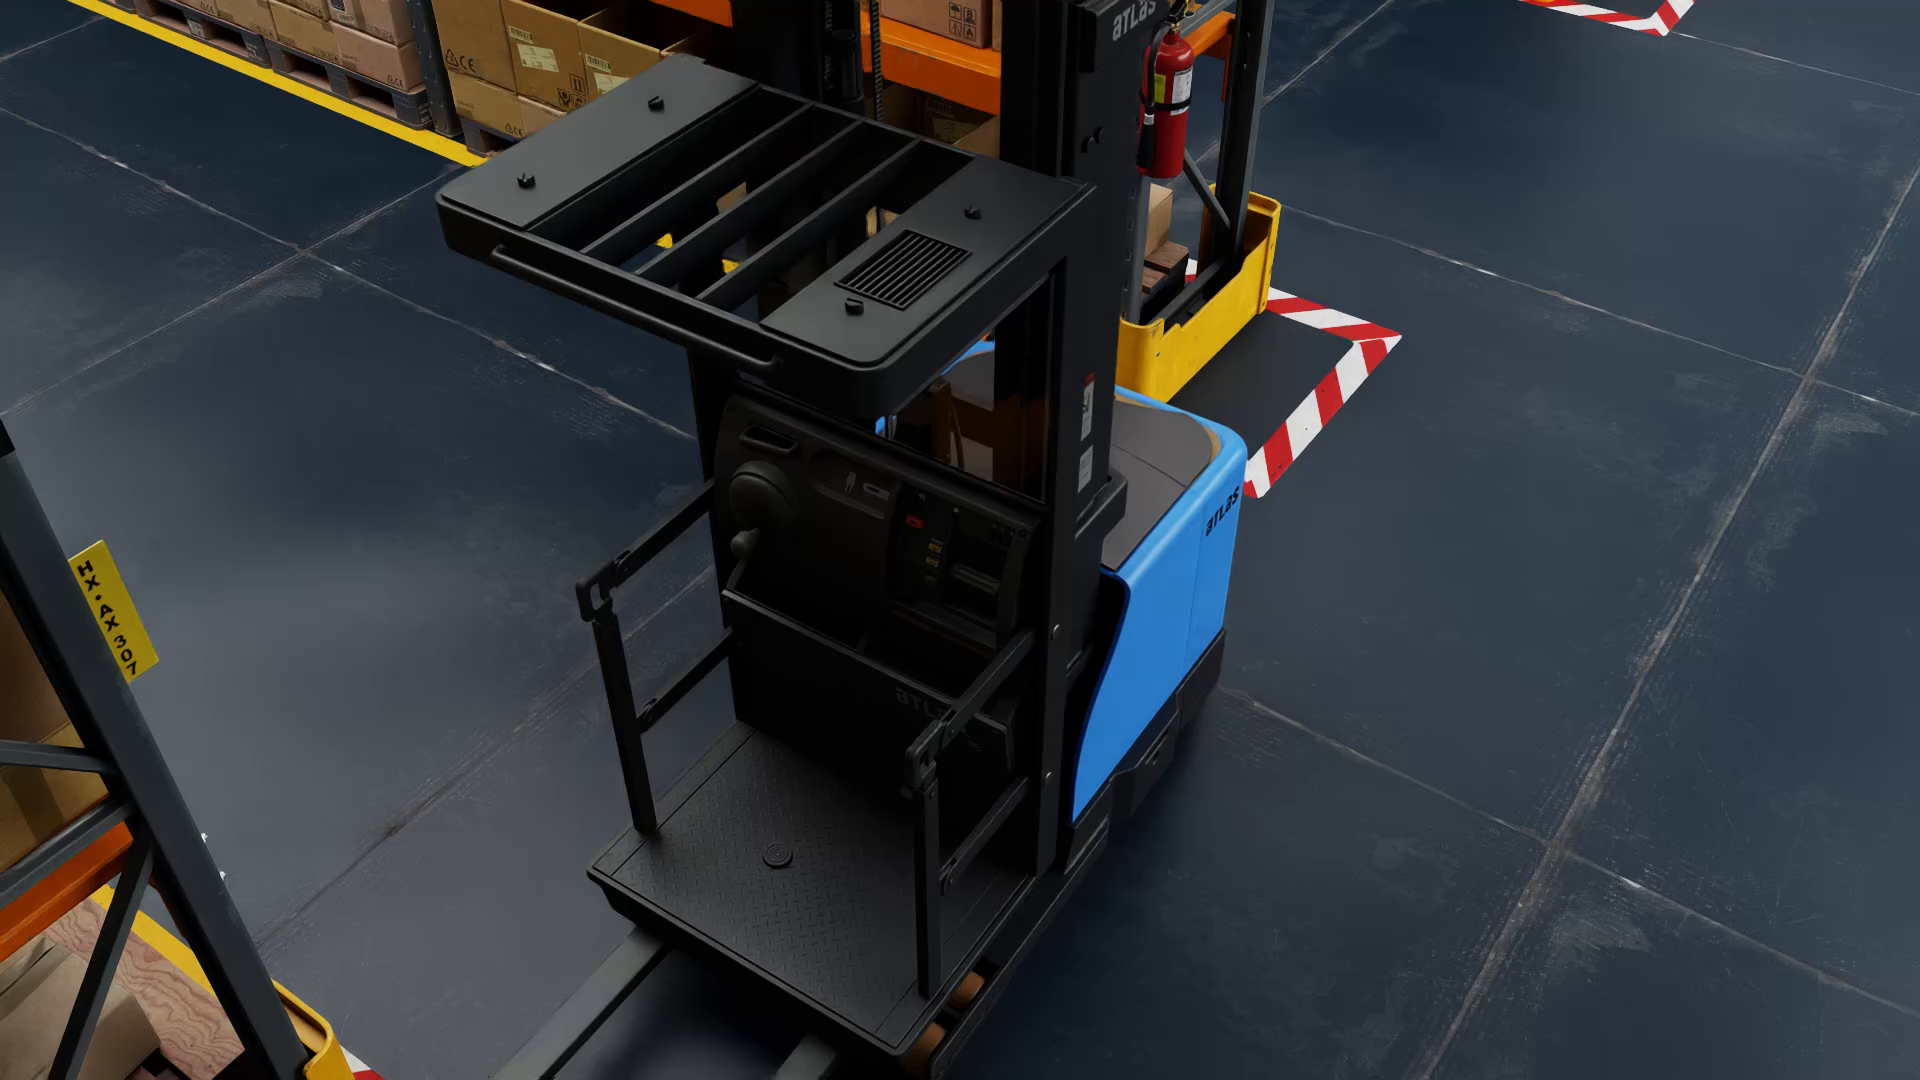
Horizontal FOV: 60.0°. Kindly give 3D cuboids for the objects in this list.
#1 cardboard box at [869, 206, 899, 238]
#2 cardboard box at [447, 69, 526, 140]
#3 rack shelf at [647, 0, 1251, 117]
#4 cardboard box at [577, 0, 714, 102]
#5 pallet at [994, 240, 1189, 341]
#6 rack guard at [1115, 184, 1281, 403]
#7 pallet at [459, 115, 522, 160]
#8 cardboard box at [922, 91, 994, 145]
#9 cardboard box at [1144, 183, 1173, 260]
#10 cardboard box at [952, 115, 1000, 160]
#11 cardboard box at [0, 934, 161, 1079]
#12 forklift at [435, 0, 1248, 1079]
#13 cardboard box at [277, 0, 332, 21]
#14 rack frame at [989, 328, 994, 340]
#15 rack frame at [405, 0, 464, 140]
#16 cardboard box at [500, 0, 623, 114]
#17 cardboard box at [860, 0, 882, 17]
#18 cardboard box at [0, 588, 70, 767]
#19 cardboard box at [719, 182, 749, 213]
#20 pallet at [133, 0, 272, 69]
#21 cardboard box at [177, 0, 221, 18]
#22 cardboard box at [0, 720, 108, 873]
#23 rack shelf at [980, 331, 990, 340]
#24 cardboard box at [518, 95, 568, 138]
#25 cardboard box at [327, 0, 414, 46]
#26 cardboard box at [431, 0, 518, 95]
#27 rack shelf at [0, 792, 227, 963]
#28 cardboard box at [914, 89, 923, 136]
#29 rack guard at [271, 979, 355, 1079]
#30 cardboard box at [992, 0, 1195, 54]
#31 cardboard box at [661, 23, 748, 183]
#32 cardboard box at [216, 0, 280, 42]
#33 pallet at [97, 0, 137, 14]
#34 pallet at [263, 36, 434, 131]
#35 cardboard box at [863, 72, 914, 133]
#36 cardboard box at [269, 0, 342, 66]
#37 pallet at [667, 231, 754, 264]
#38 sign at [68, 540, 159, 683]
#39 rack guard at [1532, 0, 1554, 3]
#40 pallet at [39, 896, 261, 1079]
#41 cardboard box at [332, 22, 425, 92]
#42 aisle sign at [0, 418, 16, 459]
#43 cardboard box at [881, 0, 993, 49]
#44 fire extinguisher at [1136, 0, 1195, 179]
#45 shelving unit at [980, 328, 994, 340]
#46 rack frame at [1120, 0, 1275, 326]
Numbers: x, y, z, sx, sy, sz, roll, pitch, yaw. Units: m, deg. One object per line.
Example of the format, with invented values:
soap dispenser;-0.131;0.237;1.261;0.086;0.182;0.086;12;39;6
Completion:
cardboard box;-0.126;-1.300;7.201;0.500;0.250;0.500;25;48;25
cardboard box;-2.170;-2.260;8.273;0.500;0.250;0.500;25;48;25
rack shelf;-0.738;-2.437;7.264;4.000;0.370;1.077;25;48;25
cardboard box;-1.357;-2.151;7.589;0.500;0.500;0.500;25;48;25
pallet;0.249;-1.170;7.400;1.213;0.211;1.003;25;48;25
rack guard;0.919;-0.999;6.991;0.348;0.500;1.175;25;48;25
pallet;-1.749;-2.105;8.444;1.213;0.211;1.003;25;48;25
cardboard box;0.177;-1.868;7.273;0.500;0.500;0.500;25;48;25
cardboard box;0.588;-1.398;7.310;0.500;0.250;0.500;25;48;25
cardboard box;0.289;-1.394;6.743;0.500;0.500;0.500;25;48;25
cardboard box;-2.457;1.290;4.245;0.500;0.311;0.500;20;46;21
forklift;-0.348;0.032;4.016;1.130;2.935;3.031;24;47;24
cardboard box;-3.302;-3.006;8.687;0.500;0.311;0.500;26;48;26
rack frame;0.056;-0.365;5.871;0.008;1.050;0.200;25;48;25
rack frame;-2.376;-3.471;7.880;0.127;3.000;1.000;25;48;25
cardboard box;-1.762;-2.347;7.808;0.500;0.500;0.500;25;48;25
cardboard box;-0.312;-2.554;6.780;0.500;0.500;0.700;25;48;26
cardboard box;-2.160;0.188;3.325;0.500;0.500;0.500;25;48;25
cardboard box;-0.945;-1.683;7.629;0.500;0.250;0.500;25;48;25
pallet;-4.004;-3.159;9.623;1.213;0.211;1.003;25;48;25
cardboard box;-4.130;-3.189;9.312;0.500;0.250;0.500;26;48;26
cardboard box;-2.159;0.455;3.590;0.500;0.250;0.500;24;47;24
rack shelf;-0.044;-0.615;5.741;0.240;0.259;0.215;25;48;25
cardboard box;-1.764;-2.066;8.056;0.500;0.250;0.500;25;48;25
cardboard box;-2.872;-2.810;8.468;0.500;0.311;0.500;25;48;25
cardboard box;-2.176;-2.534;8.017;0.500;0.500;0.500;25;48;25
rack shelf;-3.580;0.269;4.240;4.000;0.370;1.077;25;48;25
cardboard box;-0.239;-2.052;7.479;0.500;0.500;0.500;25;48;25
rack guard;-2.004;1.669;4.010;0.348;0.500;1.175;25;48;25
cardboard box;0.524;-2.163;6.342;0.500;0.500;0.700;25;48;25
cardboard box;-0.947;-1.961;7.377;0.500;0.500;0.500;25;48;25
cardboard box;-3.714;-2.994;9.093;0.500;0.250;0.500;26;48;26
pallet;-4.999;-3.627;10.145;1.213;0.211;1.003;25;48;25
pallet;-3.001;-2.693;9.101;1.213;0.211;1.003;25;48;25
cardboard box;-0.538;-1.769;7.162;0.500;0.500;0.500;25;48;25
cardboard box;-3.295;-2.798;8.875;0.500;0.250;0.500;24;47;25
pallet;-0.746;-1.638;7.922;1.213;0.211;1.003;25;48;25
sign;-1.631;0.147;3.187;0.005;0.325;0.100;25;48;25
rack guard;3.657;-3.714;10.026;0.348;0.500;1.175;25;48;25
pallet;-2.649;1.446;4.476;1.213;0.211;1.003;25;48;25
cardboard box;-2.882;-2.603;8.657;0.500;0.250;0.500;25;47;25
aisle sign;-1.711;-0.339;2.430;0.004;0.787;0.394;25;48;25
cardboard box;0.092;-2.361;6.564;0.500;0.500;0.700;26;48;26
fire extinguisher;0.729;-1.612;5.860;0.183;0.674;0.296;25;48;25
shelving unit;-0.044;-0.412;5.923;0.252;1.050;0.215;25;48;25
rack frame;0.899;-1.940;6.168;0.127;3.000;1.000;25;48;25
